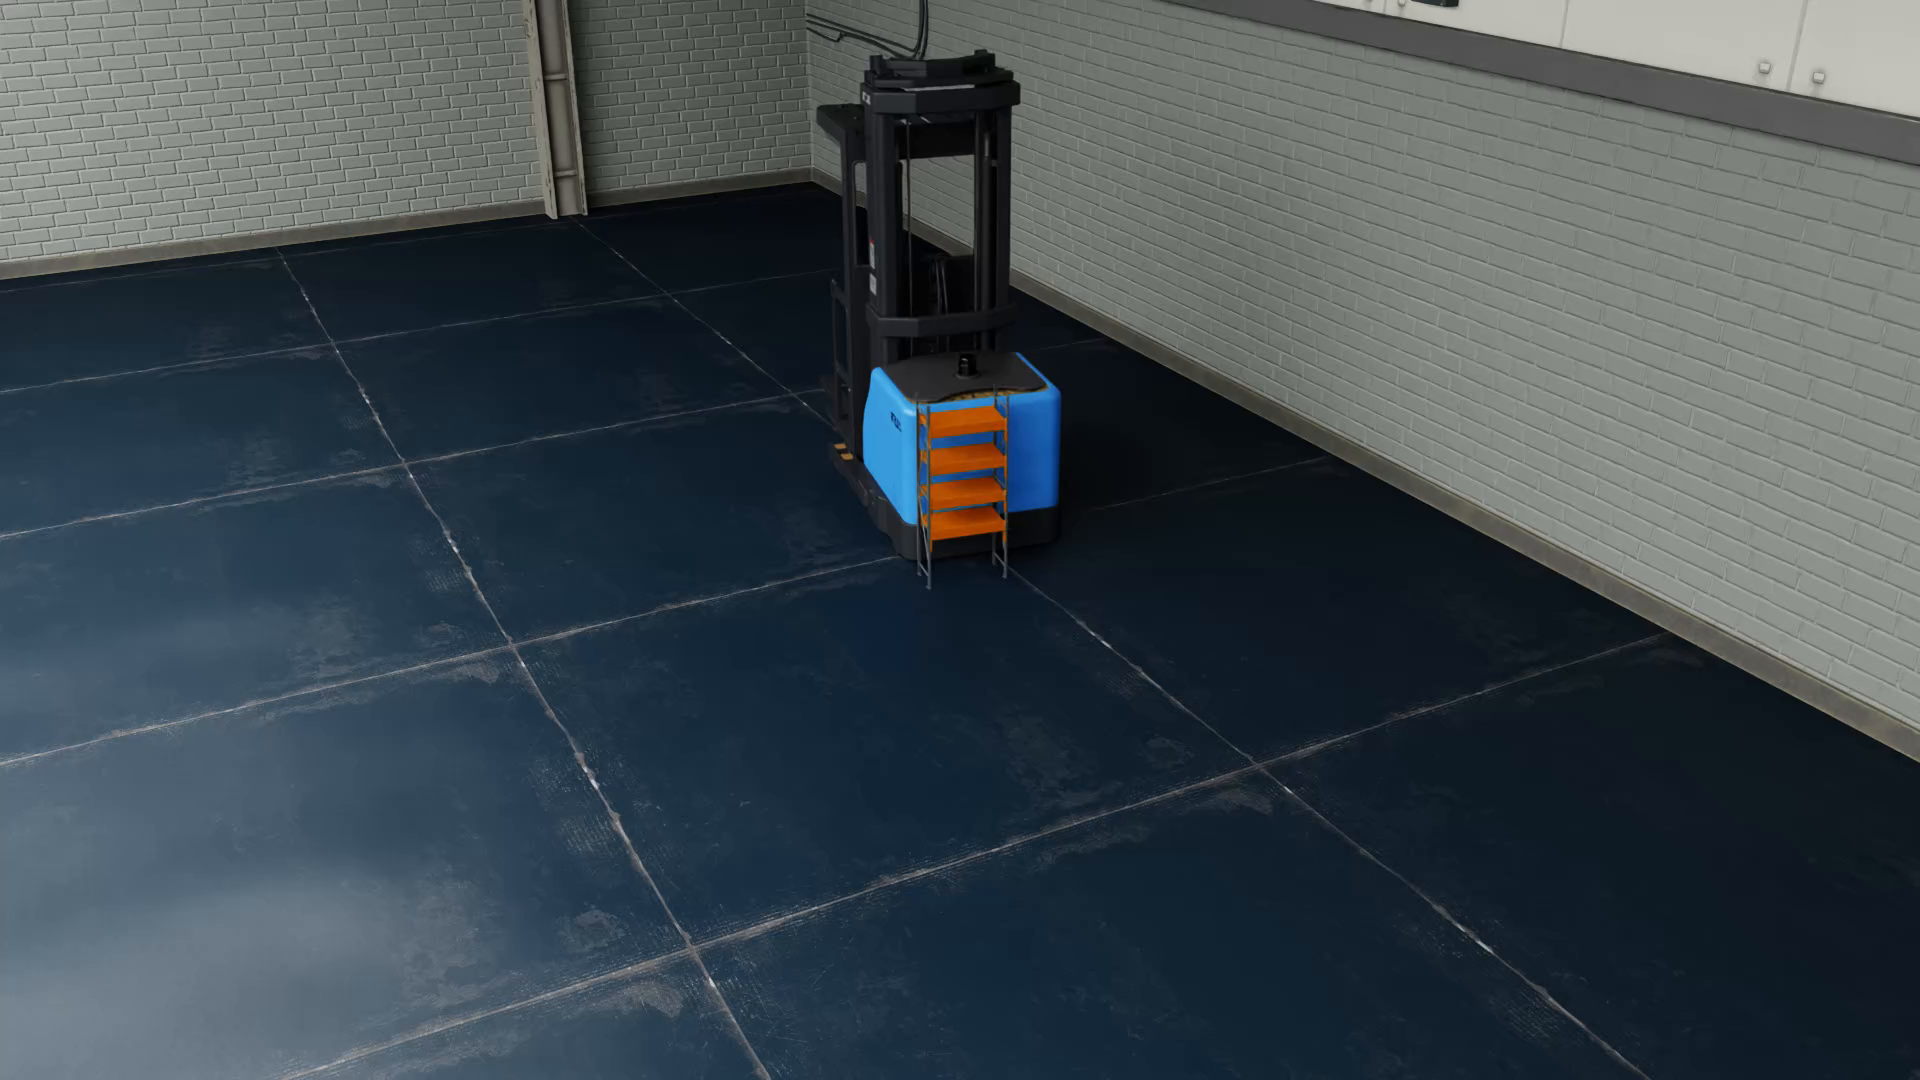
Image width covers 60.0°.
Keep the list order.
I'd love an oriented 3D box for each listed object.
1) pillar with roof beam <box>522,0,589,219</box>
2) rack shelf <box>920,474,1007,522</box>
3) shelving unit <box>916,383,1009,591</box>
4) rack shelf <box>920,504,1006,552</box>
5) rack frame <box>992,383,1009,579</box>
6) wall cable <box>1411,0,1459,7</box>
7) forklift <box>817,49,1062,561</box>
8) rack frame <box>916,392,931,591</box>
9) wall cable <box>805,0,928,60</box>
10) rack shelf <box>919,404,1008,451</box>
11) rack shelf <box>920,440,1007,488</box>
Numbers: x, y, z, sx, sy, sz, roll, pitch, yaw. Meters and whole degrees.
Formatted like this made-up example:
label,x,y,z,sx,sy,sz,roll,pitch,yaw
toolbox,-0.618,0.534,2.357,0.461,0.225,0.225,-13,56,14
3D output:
label,x,y,z,sx,sy,sz,roll,pitch,yaw
pillar with roof beam,-2.273,-5.980,12.809,0.400,9.000,9.100,-13,29,-25
rack shelf,0.014,-0.255,10.050,0.480,0.148,0.258,-8,27,-16
shelving unit,0.014,-0.316,10.021,0.503,1.200,0.258,-8,27,-16
rack shelf,0.014,-0.076,10.136,0.480,0.148,0.258,-8,27,-16
rack frame,0.246,-0.348,10.088,0.015,1.200,0.240,-8,27,-16
wall cable,3.376,-5.624,8.137,0.169,6.003,2.305,-13,29,-25
forklift,-0.296,-1.809,11.131,1.130,2.935,3.031,-8,27,-16
rack frame,-0.219,-0.283,9.953,0.015,1.200,0.240,-8,27,-16
wall cable,-1.077,-6.320,17.104,0.112,2.526,3.097,-13,29,-25
rack shelf,0.014,-0.670,9.851,0.480,0.148,0.258,-8,27,-16
rack shelf,0.014,-0.457,9.953,0.480,0.148,0.258,-8,27,-16
